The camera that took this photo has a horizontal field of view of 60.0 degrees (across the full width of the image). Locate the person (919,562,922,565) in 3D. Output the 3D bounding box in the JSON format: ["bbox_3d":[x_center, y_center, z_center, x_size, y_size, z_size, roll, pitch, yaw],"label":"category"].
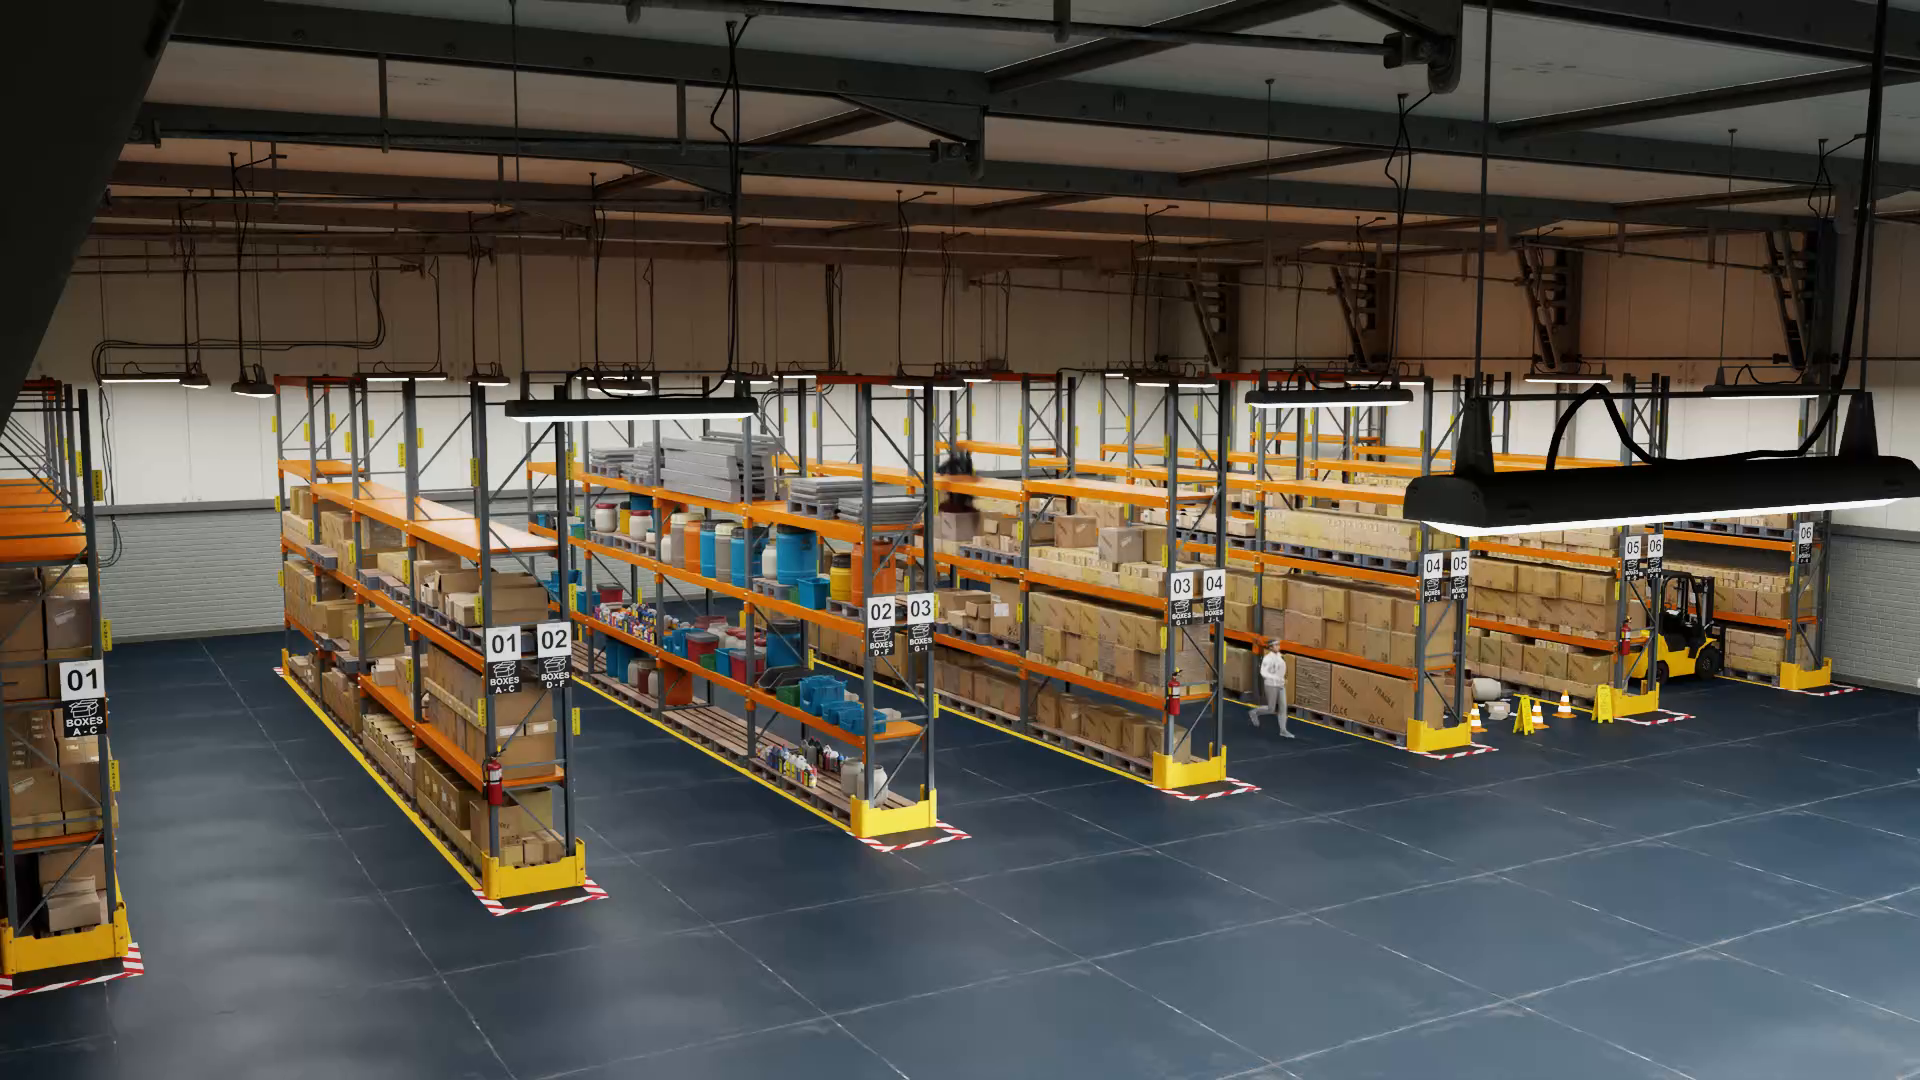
[{"bbox_3d":[-0.961,1.360,38.680,0.555,1.506,0.657,-2,7,-20],"label":"person"}]

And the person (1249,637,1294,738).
[{"bbox_3d":[5.263,2.445,27.870,0.618,1.658,0.890,-6,8,-42],"label":"person"}]
